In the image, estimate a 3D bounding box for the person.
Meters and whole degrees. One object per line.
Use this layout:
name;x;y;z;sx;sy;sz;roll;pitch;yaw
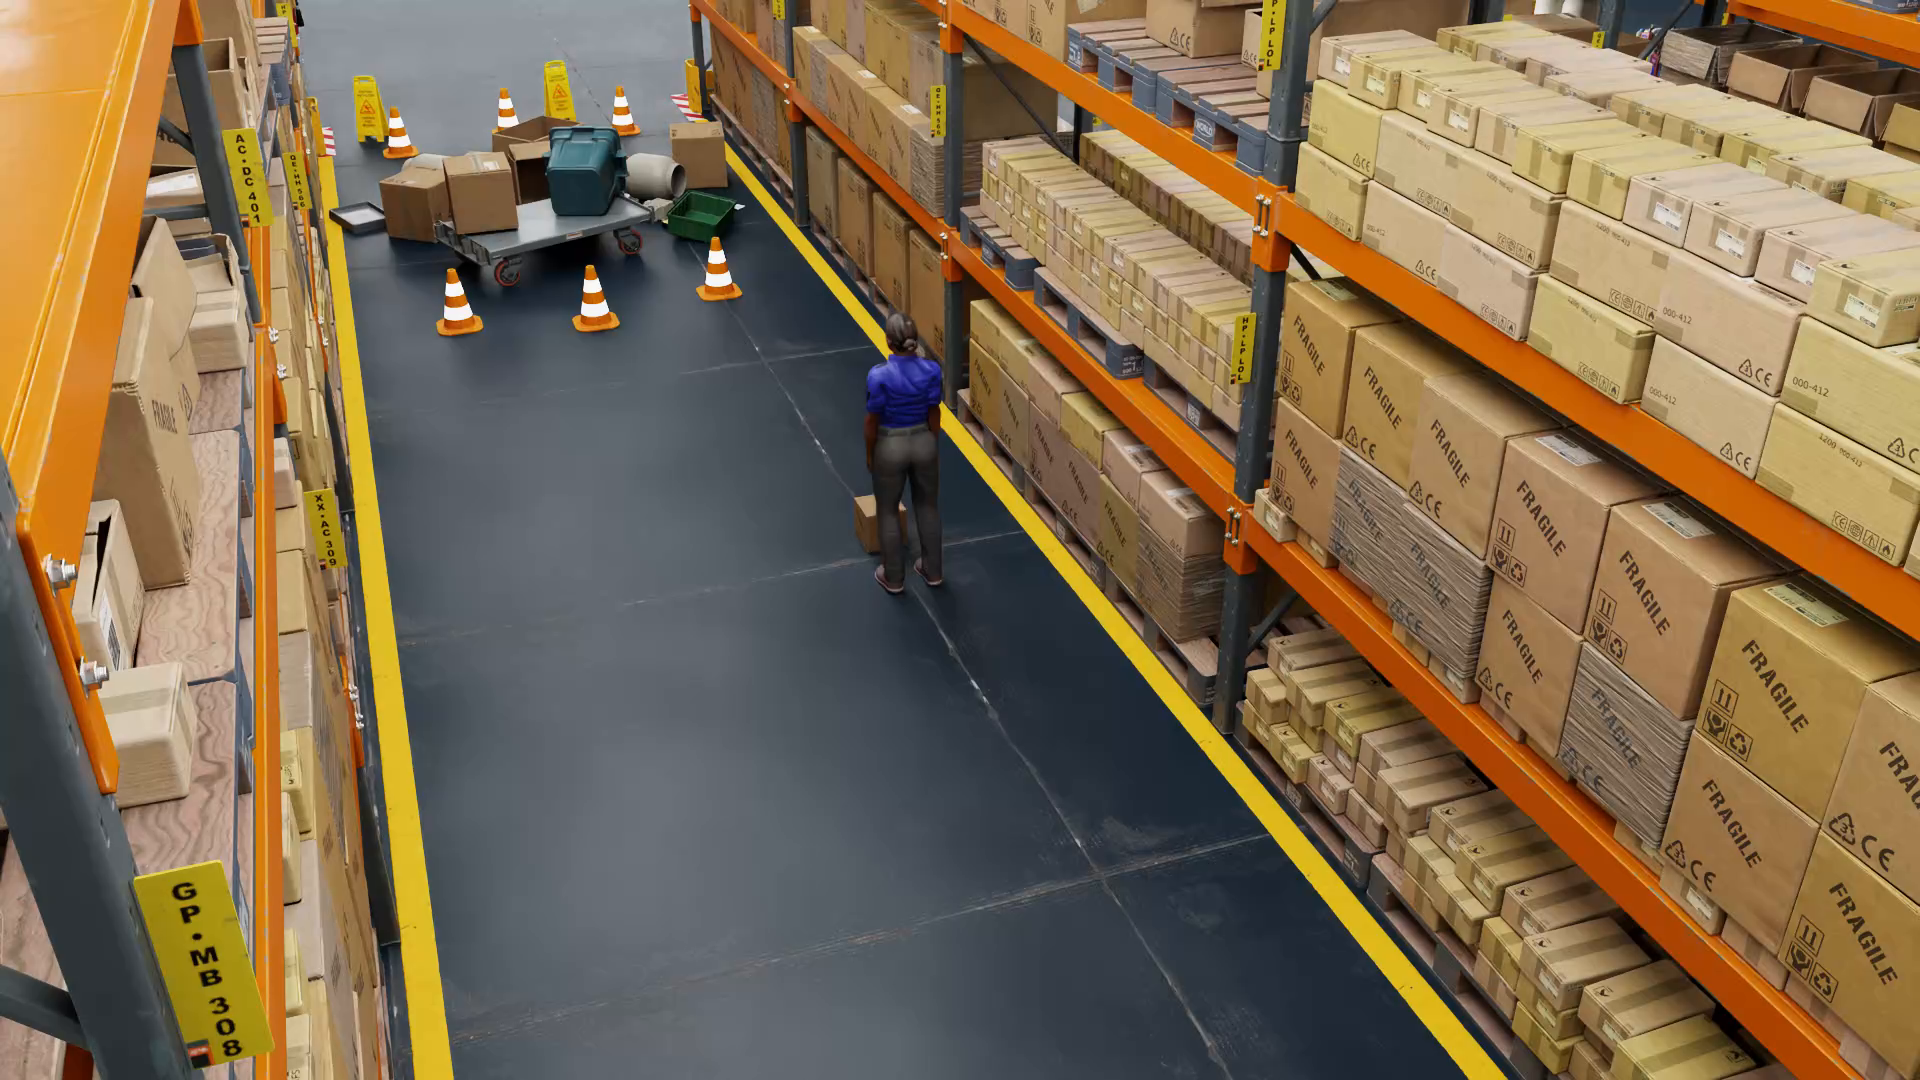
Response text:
person;-0.316;-0.481;9.180;0.437;1.659;0.303;-10;31;-16
